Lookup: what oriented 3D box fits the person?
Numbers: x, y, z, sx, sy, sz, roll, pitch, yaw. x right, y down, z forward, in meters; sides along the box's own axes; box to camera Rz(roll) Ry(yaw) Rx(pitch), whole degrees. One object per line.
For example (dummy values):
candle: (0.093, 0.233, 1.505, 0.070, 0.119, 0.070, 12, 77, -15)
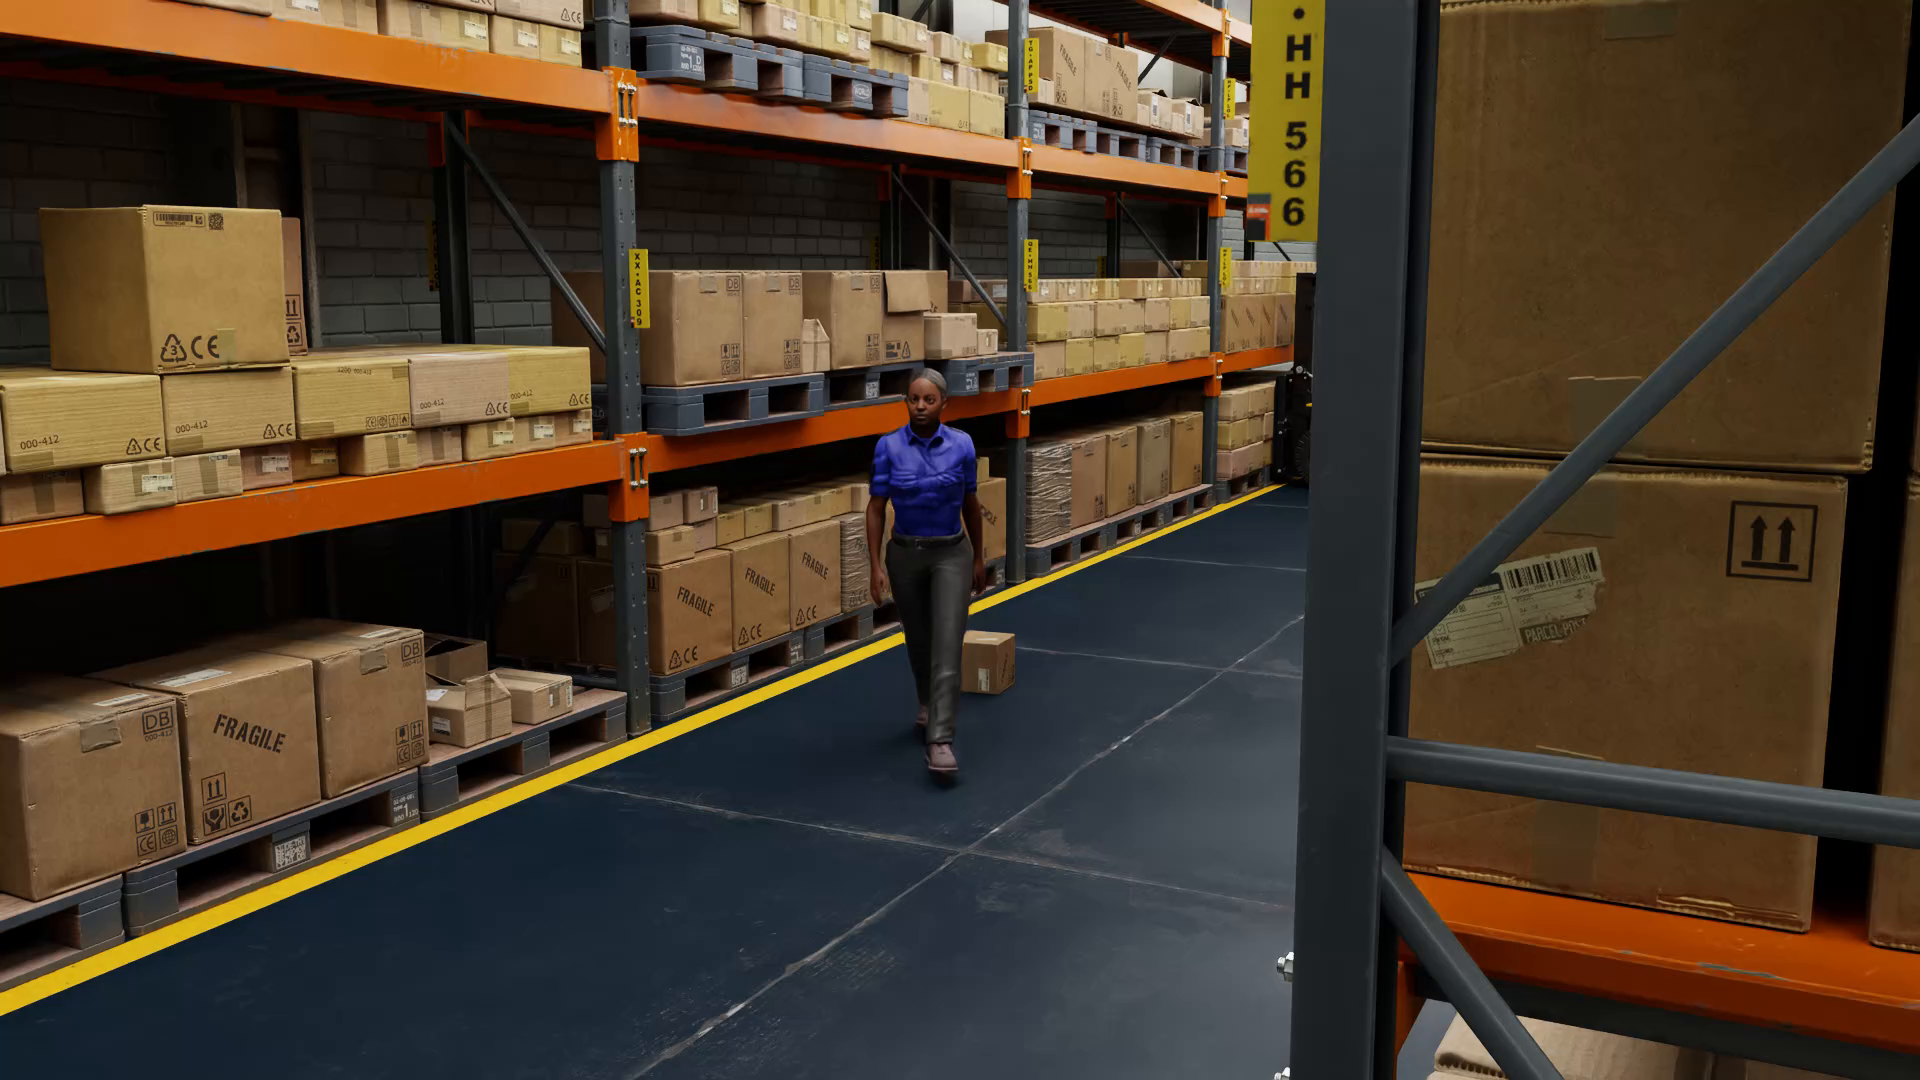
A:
person: (-0.145, 0.081, 6.857, 0.477, 1.580, 1.007, 1, 9, 5)
